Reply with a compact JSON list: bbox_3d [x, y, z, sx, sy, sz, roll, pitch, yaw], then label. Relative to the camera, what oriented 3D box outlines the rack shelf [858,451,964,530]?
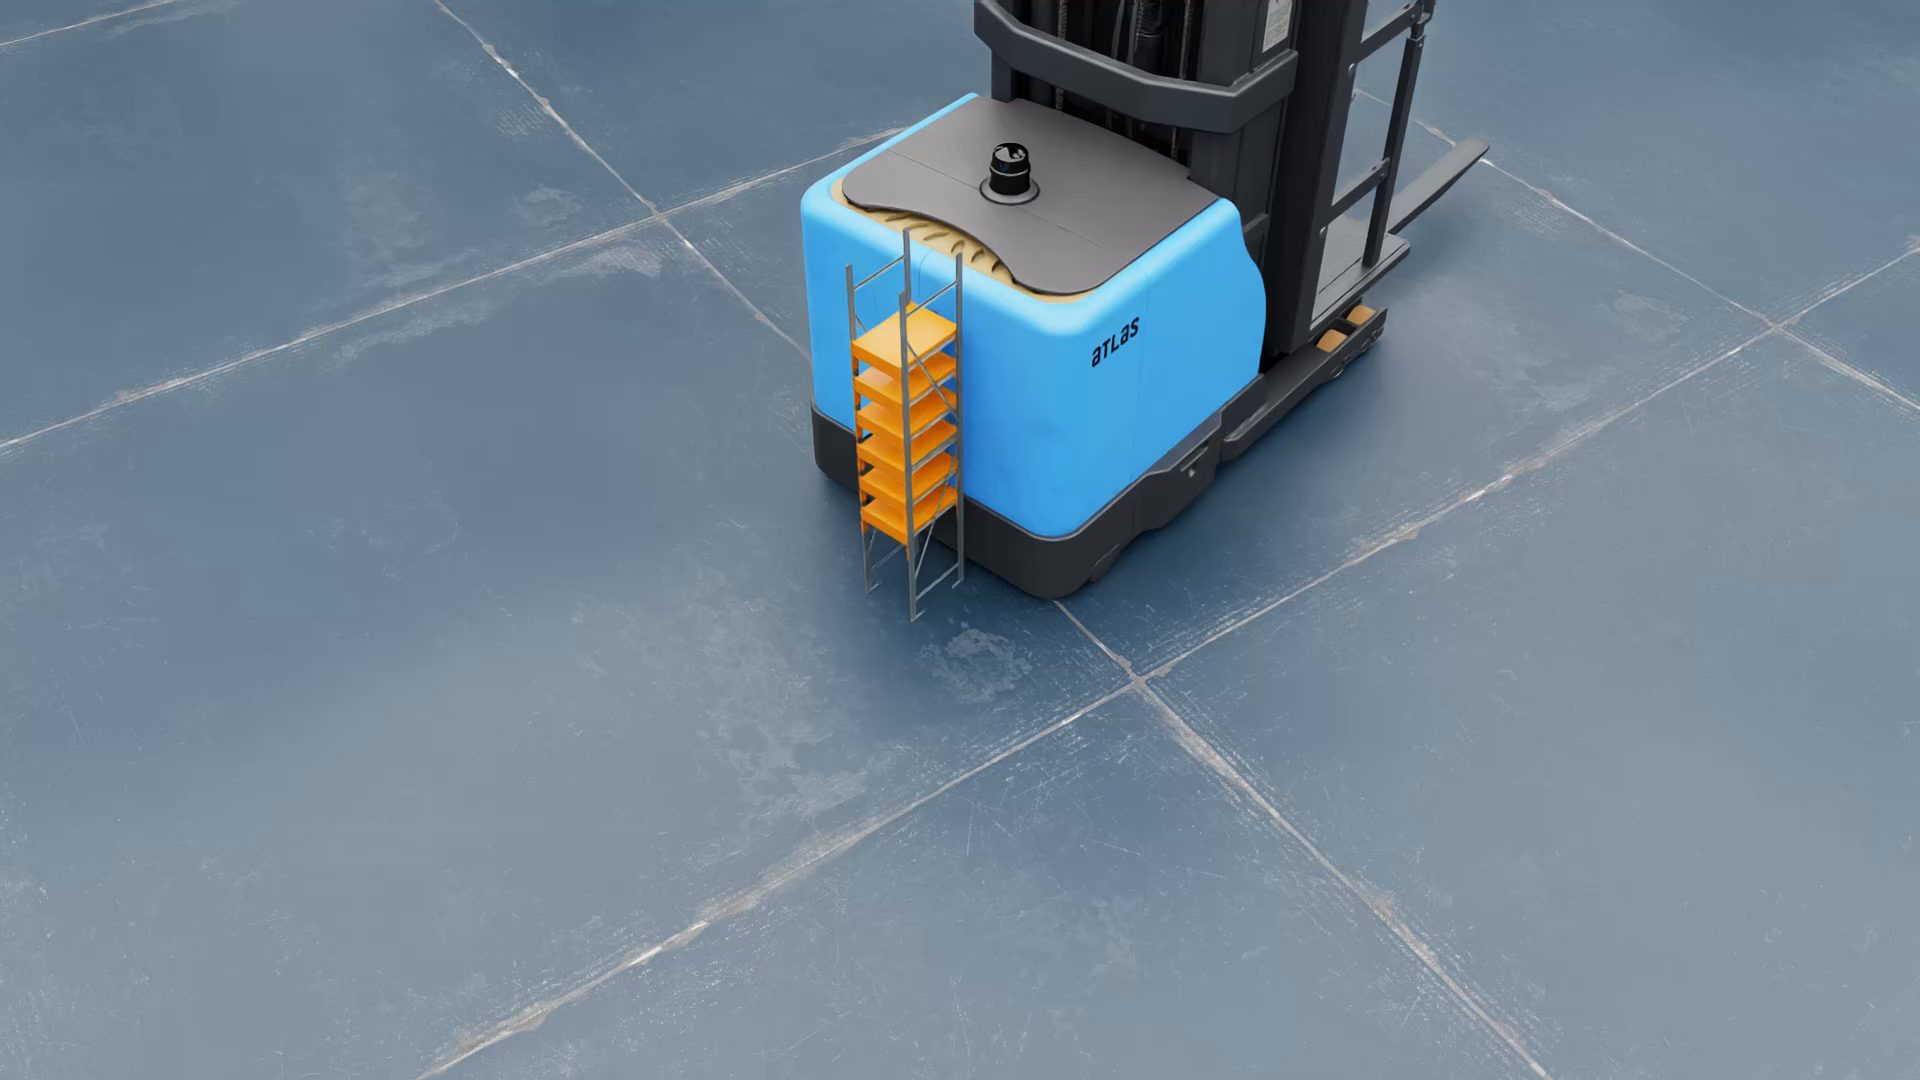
[{"bbox_3d":[-0.140,-0.171,4.796,0.180,0.103,0.258,30,52,28],"label":"rack shelf"}]

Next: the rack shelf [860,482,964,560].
[{"bbox_3d":[-0.139,-0.084,4.880,0.180,0.103,0.258,30,52,28],"label":"rack shelf"}]

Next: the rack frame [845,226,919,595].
[{"bbox_3d":[-0.210,-0.330,4.725,0.006,1.200,0.240,30,52,28],"label":"rack frame"}]

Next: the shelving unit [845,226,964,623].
[{"bbox_3d":[-0.140,-0.289,4.682,0.189,1.200,0.258,30,52,28],"label":"shelving unit"}]

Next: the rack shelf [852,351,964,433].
[{"bbox_3d":[-0.141,-0.430,4.546,0.180,0.103,0.258,30,52,28],"label":"rack shelf"}]

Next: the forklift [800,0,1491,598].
[{"bbox_3d":[0.865,-1.833,5.048,1.130,2.935,3.031,31,51,28],"label":"forklift"}]

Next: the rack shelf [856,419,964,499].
[{"bbox_3d":[-0.140,-0.257,4.713,0.180,0.103,0.258,30,52,28],"label":"rack shelf"}]

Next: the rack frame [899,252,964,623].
[{"bbox_3d":[-0.071,-0.248,4.639,0.006,1.200,0.240,30,52,28],"label":"rack frame"}]

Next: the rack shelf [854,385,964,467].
[{"bbox_3d":[-0.141,-0.343,4.630,0.180,0.103,0.258,30,52,28],"label":"rack shelf"}]

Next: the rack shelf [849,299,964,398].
[{"bbox_3d":[-0.142,-0.516,4.463,0.180,0.103,0.258,30,52,28],"label":"rack shelf"}]
